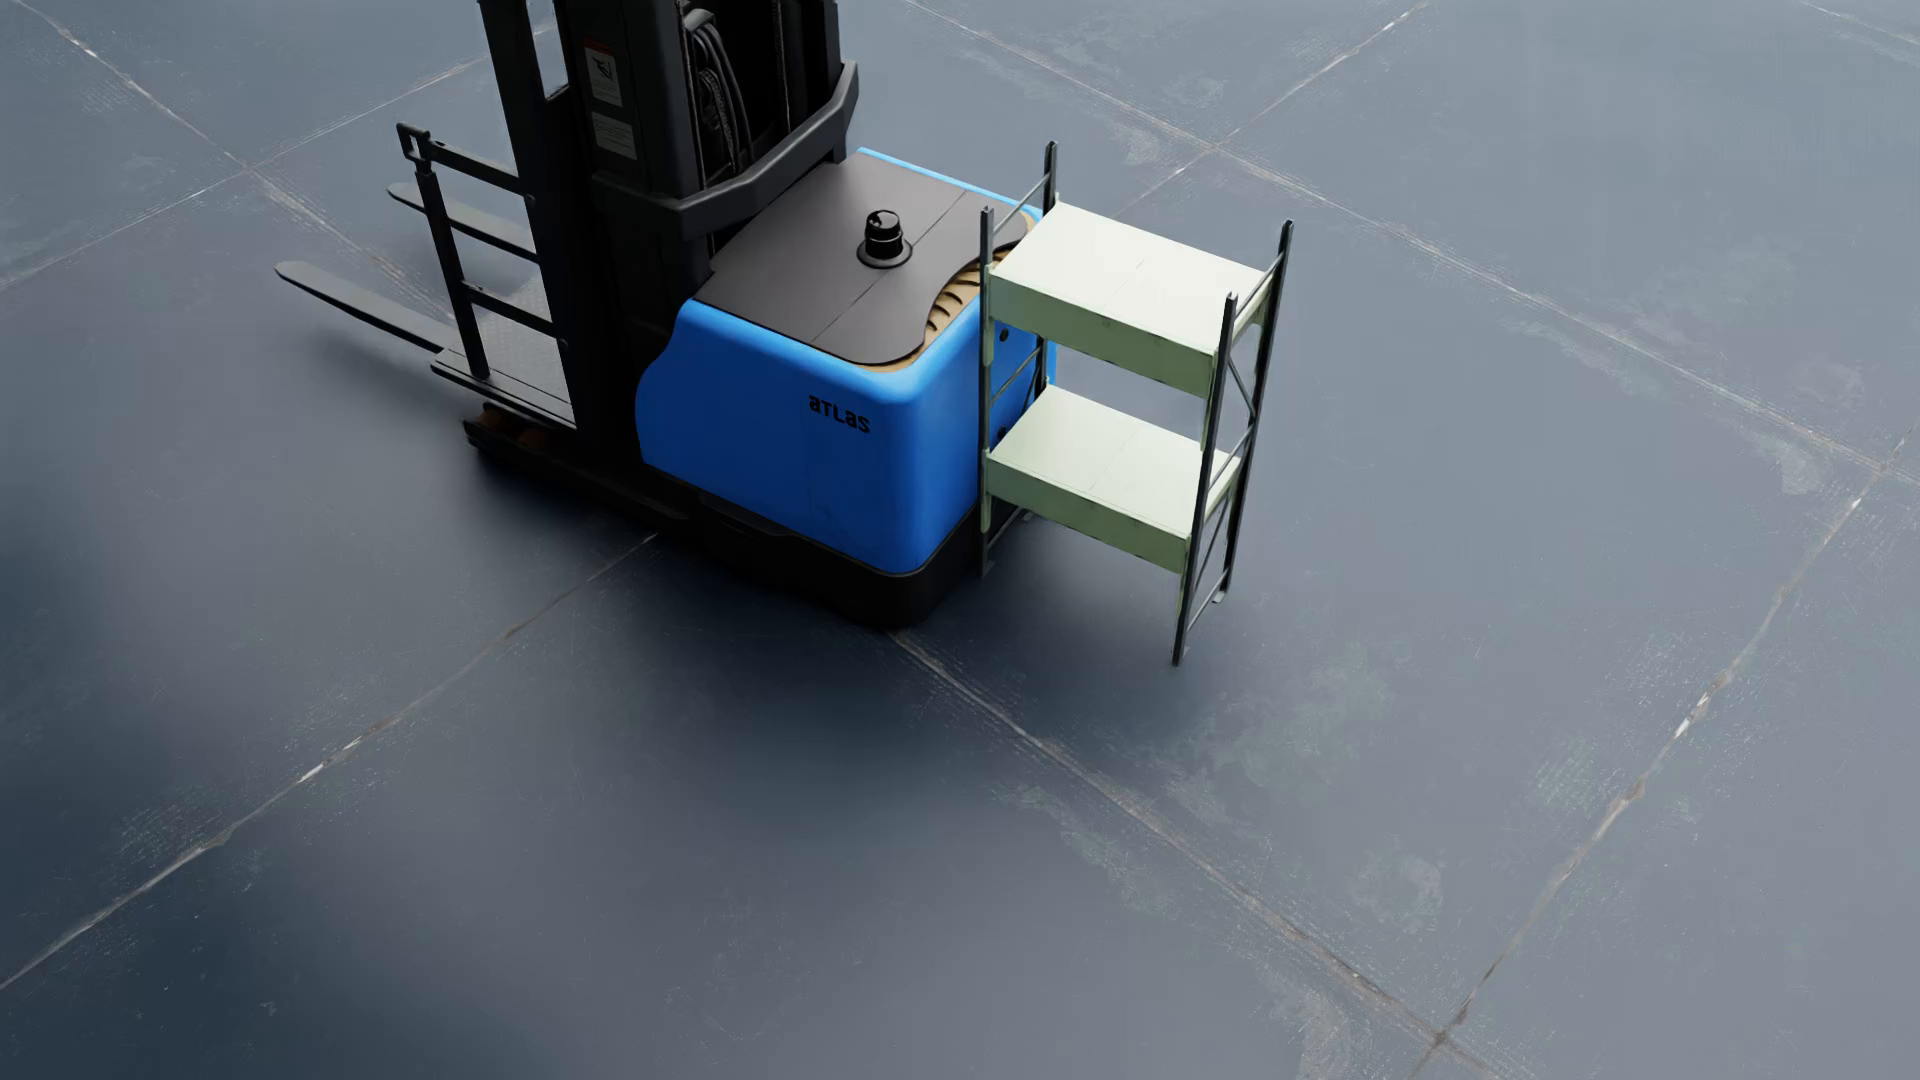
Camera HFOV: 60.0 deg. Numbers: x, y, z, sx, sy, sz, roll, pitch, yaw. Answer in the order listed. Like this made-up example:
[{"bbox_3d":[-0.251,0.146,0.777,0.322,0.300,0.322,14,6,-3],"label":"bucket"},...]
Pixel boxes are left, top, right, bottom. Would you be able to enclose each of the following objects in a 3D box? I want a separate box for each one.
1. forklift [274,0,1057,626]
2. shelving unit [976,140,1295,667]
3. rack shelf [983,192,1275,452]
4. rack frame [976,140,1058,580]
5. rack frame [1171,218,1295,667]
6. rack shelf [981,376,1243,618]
[{"bbox_3d":[-1.186,-1.541,5.187,3.031,2.935,1.130,24,51,21],"label":"forklift"},{"bbox_3d":[0.482,-0.369,5.068,0.755,1.500,0.431,24,51,21],"label":"shelving unit"},{"bbox_3d":[0.482,-0.636,4.783,0.720,0.370,0.431,24,51,21],"label":"rack shelf"},{"bbox_3d":[0.168,-0.507,5.197,0.023,1.500,0.400,24,51,21],"label":"rack frame"},{"bbox_3d":[0.796,-0.232,4.939,0.023,1.500,0.400,24,51,21],"label":"rack frame"},{"bbox_3d":[0.482,-0.146,5.306,0.720,0.370,0.431,24,51,21],"label":"rack shelf"}]
